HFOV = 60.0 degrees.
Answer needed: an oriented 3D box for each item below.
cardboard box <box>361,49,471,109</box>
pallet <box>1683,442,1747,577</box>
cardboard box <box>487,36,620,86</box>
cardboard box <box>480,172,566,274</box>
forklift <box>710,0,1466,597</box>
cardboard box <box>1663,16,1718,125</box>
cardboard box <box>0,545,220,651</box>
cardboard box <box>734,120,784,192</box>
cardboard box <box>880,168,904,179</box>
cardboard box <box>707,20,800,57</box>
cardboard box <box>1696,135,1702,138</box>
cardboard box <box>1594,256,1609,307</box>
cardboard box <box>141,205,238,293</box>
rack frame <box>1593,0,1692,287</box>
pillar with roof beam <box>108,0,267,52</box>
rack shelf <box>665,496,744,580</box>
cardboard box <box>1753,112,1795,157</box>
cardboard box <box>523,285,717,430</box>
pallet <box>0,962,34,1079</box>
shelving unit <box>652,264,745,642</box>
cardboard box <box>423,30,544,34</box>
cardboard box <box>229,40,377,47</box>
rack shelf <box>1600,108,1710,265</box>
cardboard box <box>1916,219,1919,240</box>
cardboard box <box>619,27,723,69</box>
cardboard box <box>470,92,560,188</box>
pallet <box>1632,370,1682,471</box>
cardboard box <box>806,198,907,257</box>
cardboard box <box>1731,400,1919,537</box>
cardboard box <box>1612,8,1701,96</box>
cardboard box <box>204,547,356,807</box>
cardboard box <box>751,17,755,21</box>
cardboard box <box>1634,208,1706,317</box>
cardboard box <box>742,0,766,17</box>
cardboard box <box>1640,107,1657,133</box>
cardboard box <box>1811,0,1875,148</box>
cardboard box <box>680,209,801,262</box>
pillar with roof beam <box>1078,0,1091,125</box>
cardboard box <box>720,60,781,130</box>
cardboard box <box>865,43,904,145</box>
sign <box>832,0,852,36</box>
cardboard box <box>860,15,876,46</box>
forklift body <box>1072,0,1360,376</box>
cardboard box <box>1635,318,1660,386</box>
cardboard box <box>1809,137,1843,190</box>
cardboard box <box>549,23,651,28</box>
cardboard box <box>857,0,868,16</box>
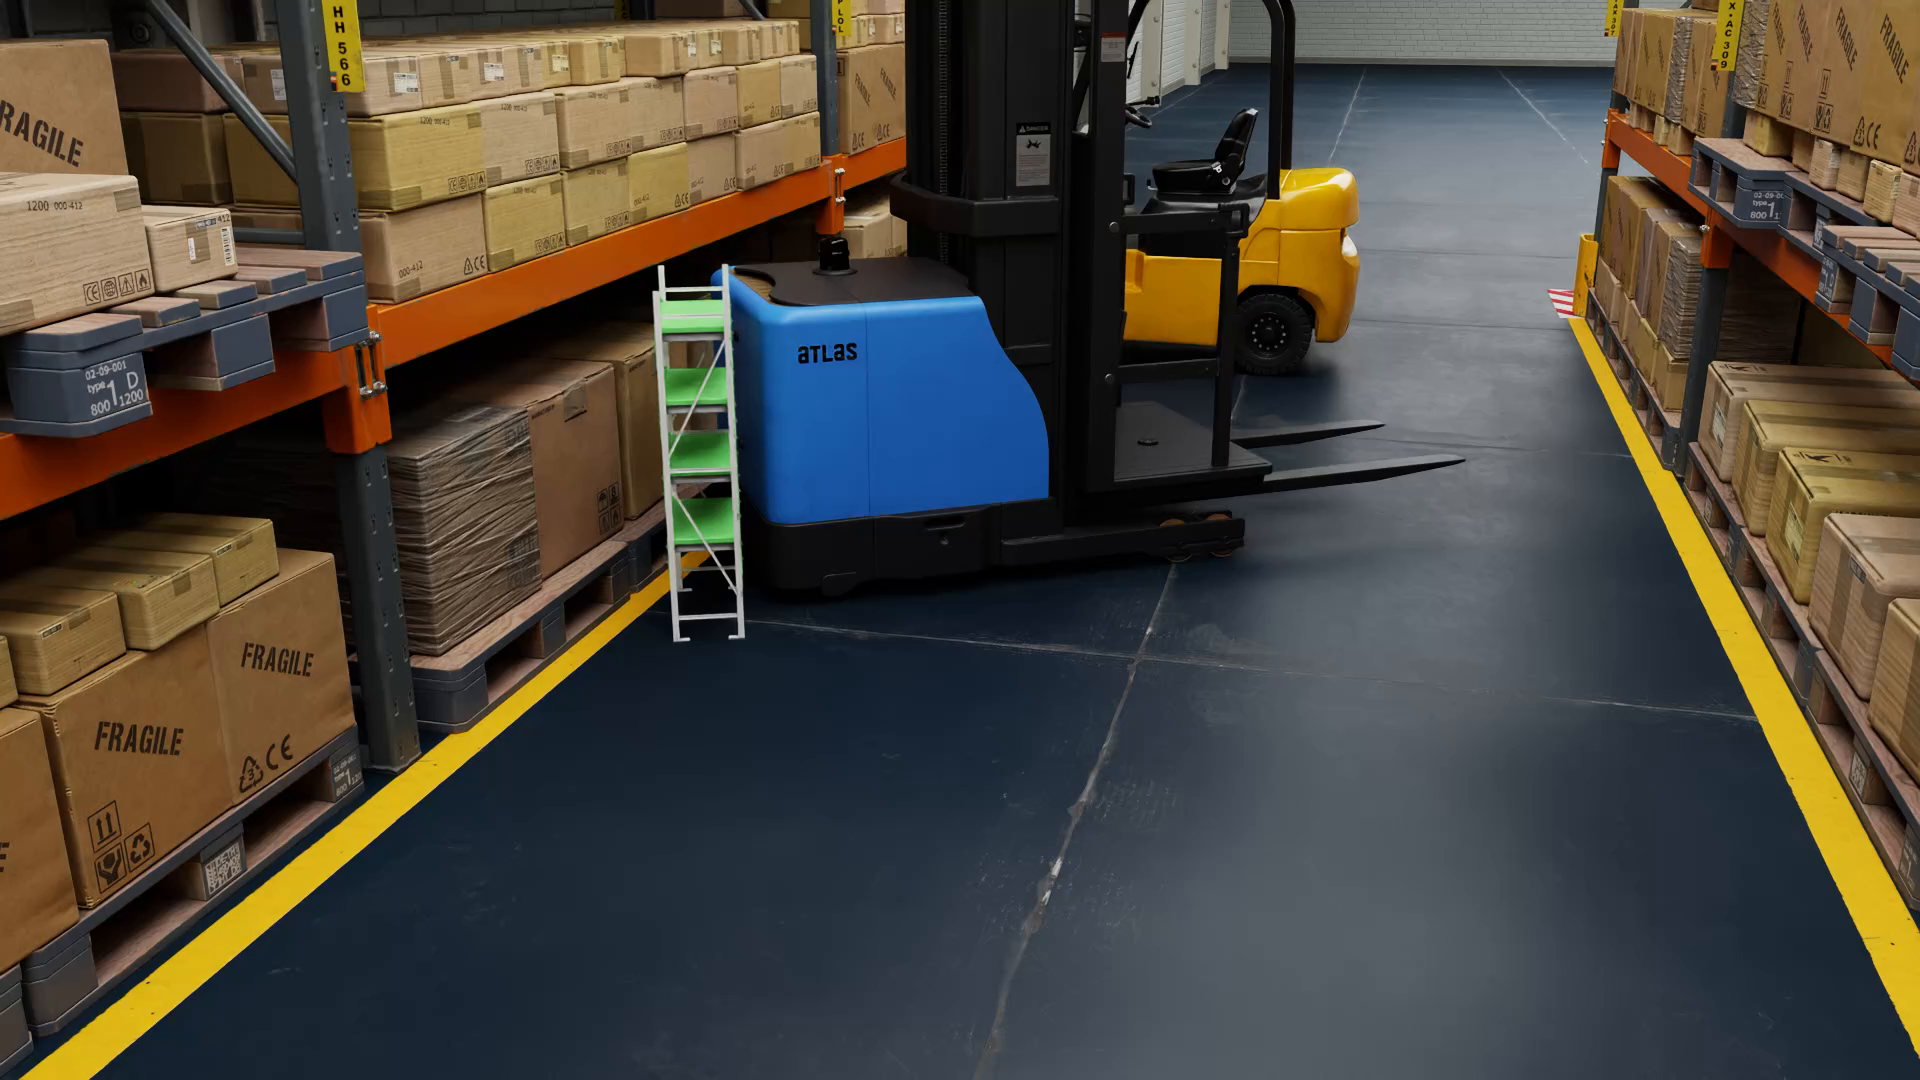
[{"bbox_3d":[-1.638,-1.323,4.762,0.380,0.149,0.250,5,20,15],"label":"cardboard box"},{"bbox_3d":[3.538,-0.107,6.676,1.003,0.211,1.213,5,19,13],"label":"pallet"},{"bbox_3d":[-1.396,-1.645,5.704,0.380,0.149,0.250,5,20,15],"label":"cardboard box"},{"bbox_3d":[-1.592,-1.014,5.249,0.500,0.250,0.500,4,19,12],"label":"cardboard box"},{"bbox_3d":[0.588,-1.453,6.408,3.031,2.935,1.130,-6,20,-18],"label":"forklift"},{"bbox_3d":[3.835,-2.343,8.292,0.500,0.500,0.500,5,20,15],"label":"cardboard box"},{"bbox_3d":[-1.977,0.132,3.875,0.380,0.149,0.250,4,19,11],"label":"cardboard box"},{"bbox_3d":[-1.075,-1.654,7.123,0.500,0.250,0.500,5,19,13],"label":"cardboard box"},{"bbox_3d":[-0.663,-2.238,10.656,0.500,0.250,0.500,5,19,13],"label":"cardboard box"},{"bbox_3d":[-0.956,-2.292,7.598,0.380,0.149,0.250,5,20,15],"label":"cardboard box"},{"bbox_3d":[3.564,-1.756,7.576,0.380,0.149,0.250,5,20,15],"label":"cardboard box"},{"bbox_3d":[4.238,-1.591,10.311,0.500,0.250,0.500,4,19,13],"label":"cardboard box"},{"bbox_3d":[-1.853,-0.652,3.695,0.380,0.149,0.250,5,19,14],"label":"cardboard box"},{"bbox_3d":[4.704,-2.925,10.610,1.000,3.000,0.127,5,19,13],"label":"rack frame"},{"bbox_3d":[1.554,-3.787,3.853,9.100,9.000,0.400,5,19,13],"label":"pillar with roof beam"},{"bbox_3d":[-0.891,-0.018,5.825,0.258,0.148,0.480,-3,19,-7],"label":"rack shelf"},{"bbox_3d":[3.215,-1.525,6.251,0.380,0.149,0.250,5,20,14],"label":"cardboard box"},{"bbox_3d":[-1.401,-0.730,7.208,0.875,0.625,0.625,4,19,13],"label":"cardboard box"},{"bbox_3d":[-2.584,1.124,3.072,1.003,0.211,1.213,5,19,13],"label":"pallet"},{"bbox_3d":[-0.892,-0.306,5.727,0.258,1.200,0.503,-3,19,-7],"label":"shelving unit"},{"bbox_3d":[-1.799,-1.849,6.302,0.380,0.149,0.250,5,19,14],"label":"cardboard box"},{"bbox_3d":[-2.111,-1.530,5.369,0.380,0.149,0.250,4,19,12],"label":"cardboard box"},{"bbox_3d":[4.215,-1.958,8.891,1.077,0.370,4.000,5,19,13],"label":"rack shelf"},{"bbox_3d":[2.615,-0.791,4.101,0.380,0.149,0.250,4,19,13],"label":"cardboard box"},{"bbox_3d":[-1.173,-1.967,6.647,0.380,0.149,0.250,4,19,12],"label":"cardboard box"},{"bbox_3d":[-1.596,-1.251,5.167,0.500,0.250,0.500,5,20,15],"label":"cardboard box"},{"bbox_3d":[3.856,-0.565,8.015,1.003,0.211,1.213,5,19,13],"label":"pallet"},{"bbox_3d":[-0.531,-1.719,9.137,0.500,0.250,0.500,5,19,13],"label":"cardboard box"},{"bbox_3d":[3.428,-0.236,6.154,0.950,0.372,0.625,6,20,17],"label":"cardboard box"},{"bbox_3d":[4.319,-2.986,10.176,0.500,0.500,0.500,4,19,13],"label":"cardboard box"},{"bbox_3d":[-1.960,0.325,4.312,0.500,0.500,0.500,5,20,15],"label":"cardboard box"},{"bbox_3d":[-1.231,-2.619,8.555,0.380,0.149,0.250,4,19,12],"label":"cardboard box"},{"bbox_3d":[3.857,-1.450,8.736,0.500,0.500,0.500,6,20,16],"label":"cardboard box"},{"bbox_3d":[-1.201,-2.756,8.498,0.380,0.149,0.250,4,19,12],"label":"cardboard box"},{"bbox_3d":[4.091,-2.399,9.460,0.380,0.149,0.250,5,20,15],"label":"cardboard box"},{"bbox_3d":[2.963,-1.461,5.060,0.500,0.500,0.500,4,19,11],"label":"cardboard box"},{"bbox_3d":[-1.155,-1.602,8.795,0.500,0.250,0.500,5,20,14],"label":"cardboard box"},{"bbox_3d":[5.952,-9.429,20.371,9.100,9.000,0.400,5,19,13],"label":"pillar with roof beam"},{"bbox_3d":[-1.078,-1.892,7.044,0.500,0.250,0.500,4,19,12],"label":"cardboard box"},{"bbox_3d":[-0.615,-2.392,8.896,0.500,0.500,0.500,5,19,14],"label":"cardboard box"},{"bbox_3d":[-0.559,-2.533,7.793,0.100,0.325,0.005,5,19,13],"label":"sign"},{"bbox_3d":[-0.656,-2.661,8.678,0.380,0.149,0.250,5,19,13],"label":"cardboard box"},{"bbox_3d":[1.195,-2.176,9.730,2.313,2.155,1.214,5,19,13],"label":"forklift body"},{"bbox_3d":[3.731,-0.943,8.412,0.500,0.250,0.500,4,19,12],"label":"cardboard box"},{"bbox_3d":[2.940,-1.196,5.289,0.380,0.149,0.250,5,20,15],"label":"cardboard box"},{"bbox_3d":[-1.560,-2.165,7.227,0.380,0.149,0.250,5,19,13],"label":"cardboard box"},{"bbox_3d":[-0.692,-2.803,8.636,0.380,0.149,0.250,4,19,12],"label":"cardboard box"}]
